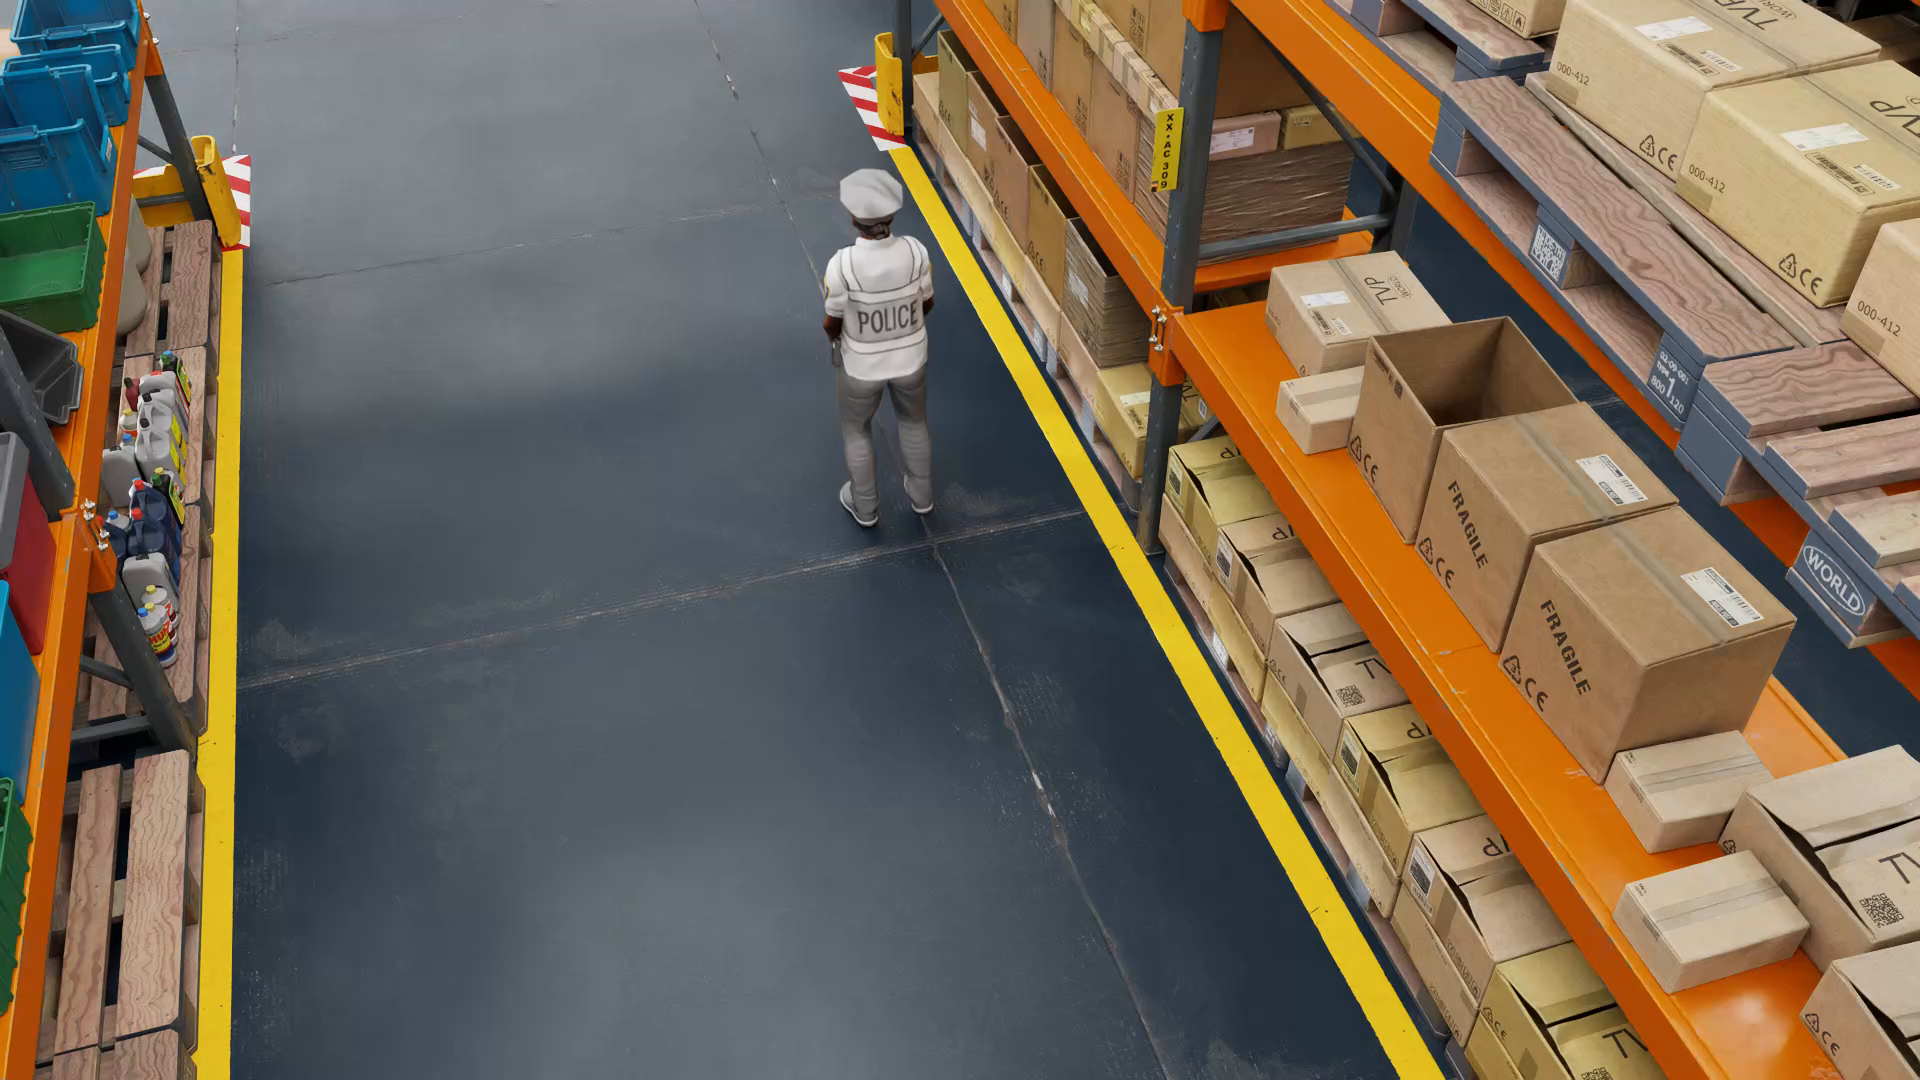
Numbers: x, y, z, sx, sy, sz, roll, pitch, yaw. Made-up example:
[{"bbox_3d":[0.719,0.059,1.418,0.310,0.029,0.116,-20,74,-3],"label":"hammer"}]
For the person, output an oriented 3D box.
[{"bbox_3d":[-0.343,-0.785,7.000,0.479,1.684,0.429,-13,44,-13],"label":"person"}]
